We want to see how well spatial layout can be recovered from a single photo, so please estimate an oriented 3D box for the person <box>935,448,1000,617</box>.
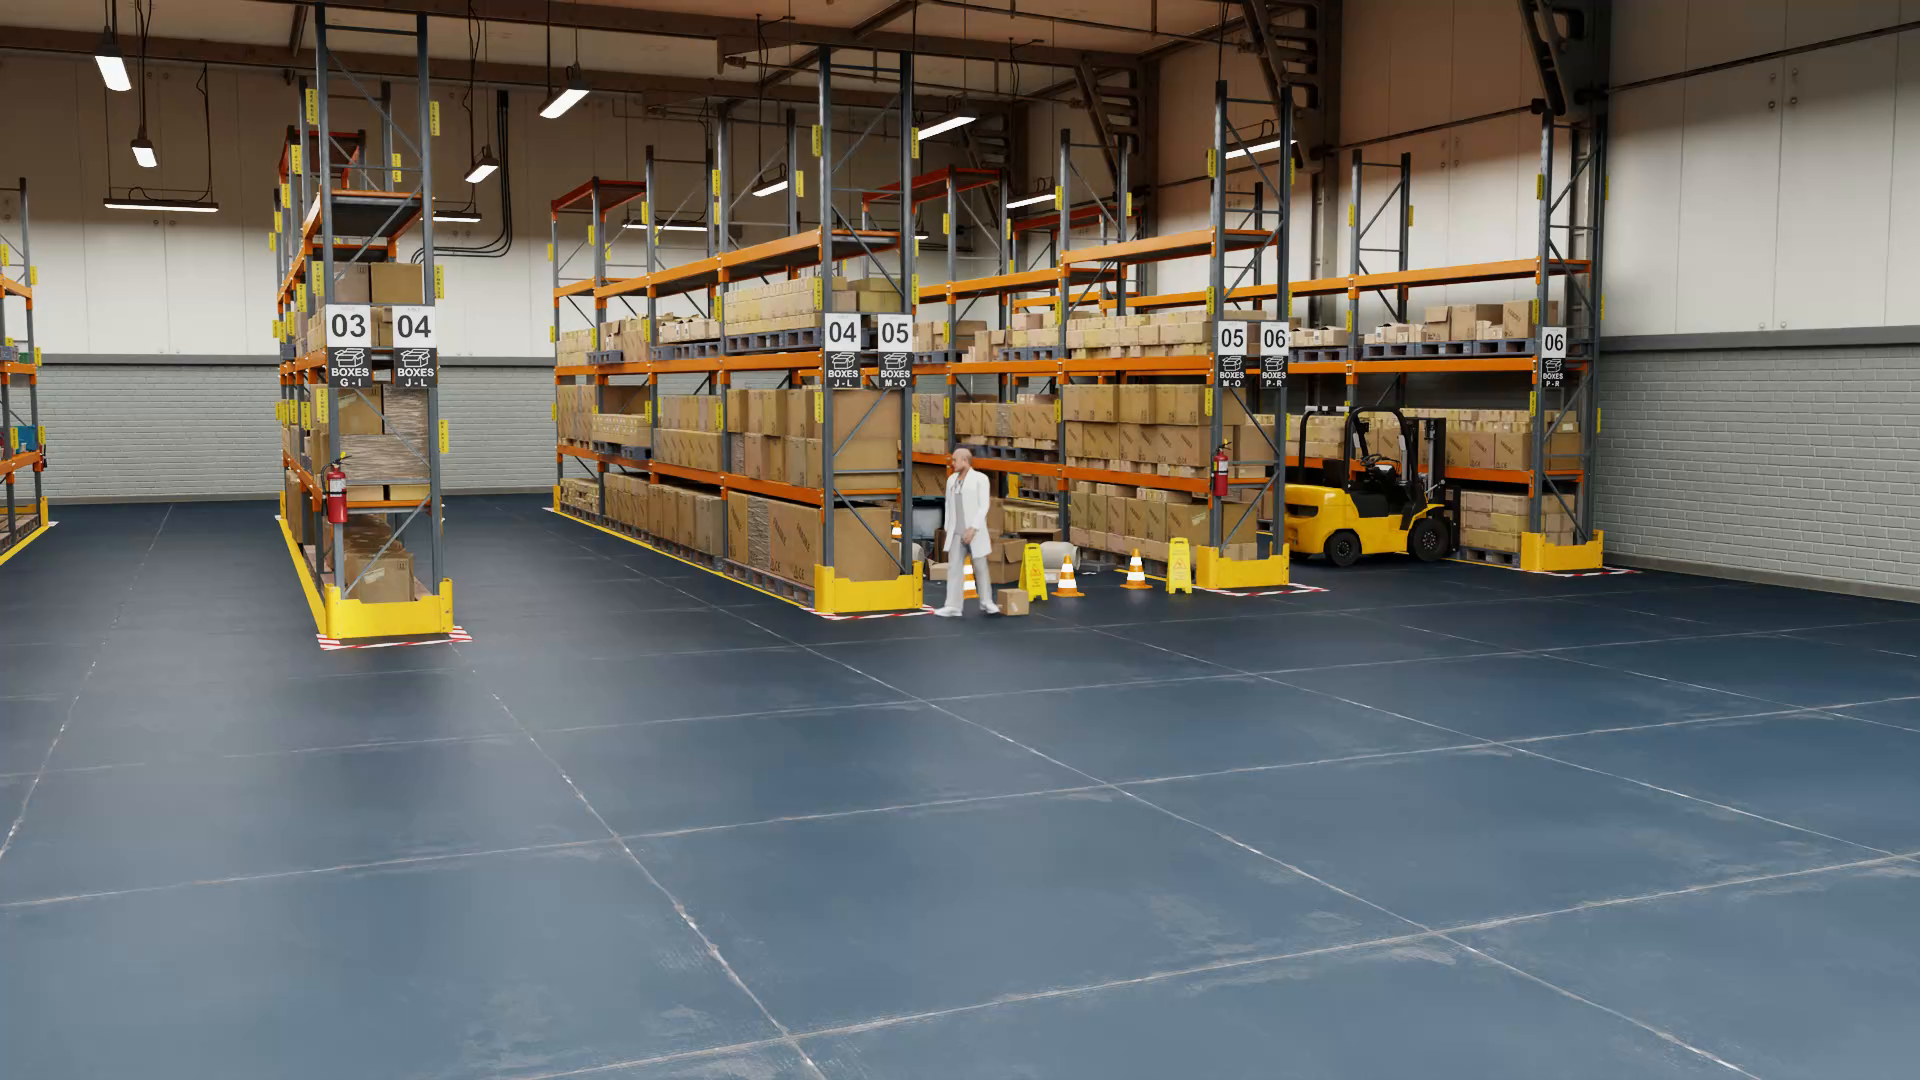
[{"bbox_3d":[0.069,-0.081,17.441,0.611,1.764,0.766,3,6,31],"label":"person"}]
